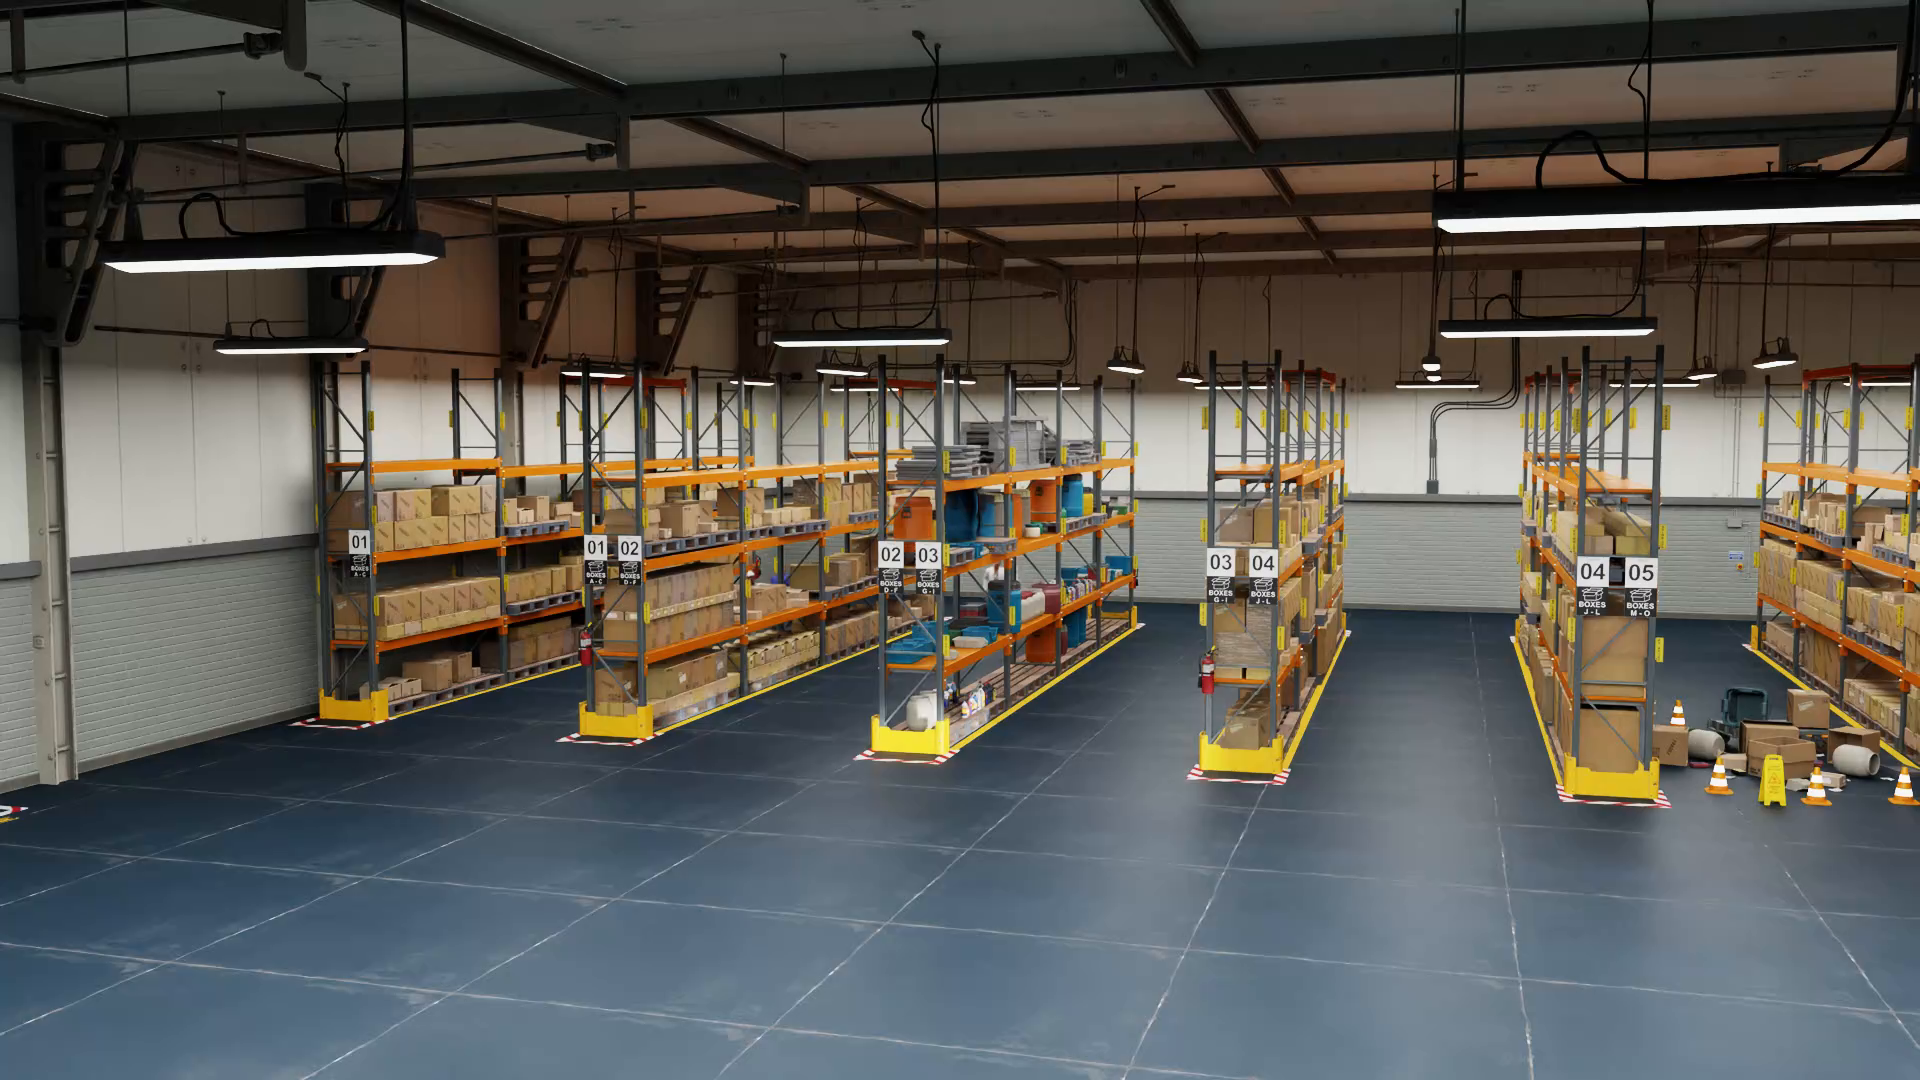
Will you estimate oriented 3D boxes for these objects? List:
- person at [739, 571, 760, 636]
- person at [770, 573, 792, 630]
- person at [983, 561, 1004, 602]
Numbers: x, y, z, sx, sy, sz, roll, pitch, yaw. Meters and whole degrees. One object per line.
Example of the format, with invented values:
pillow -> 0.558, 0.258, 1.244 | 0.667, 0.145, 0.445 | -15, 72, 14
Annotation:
person -> -4.577, 1.541, 36.030 | 0.526, 1.740, 0.972 | 1, 4, 15
person -> -4.279, 1.386, 39.384 | 0.512, 1.591, 0.931 | 1, 4, 12
person -> 0.863, 1.319, 39.979 | 0.696, 1.814, 0.935 | 1, 4, 15
